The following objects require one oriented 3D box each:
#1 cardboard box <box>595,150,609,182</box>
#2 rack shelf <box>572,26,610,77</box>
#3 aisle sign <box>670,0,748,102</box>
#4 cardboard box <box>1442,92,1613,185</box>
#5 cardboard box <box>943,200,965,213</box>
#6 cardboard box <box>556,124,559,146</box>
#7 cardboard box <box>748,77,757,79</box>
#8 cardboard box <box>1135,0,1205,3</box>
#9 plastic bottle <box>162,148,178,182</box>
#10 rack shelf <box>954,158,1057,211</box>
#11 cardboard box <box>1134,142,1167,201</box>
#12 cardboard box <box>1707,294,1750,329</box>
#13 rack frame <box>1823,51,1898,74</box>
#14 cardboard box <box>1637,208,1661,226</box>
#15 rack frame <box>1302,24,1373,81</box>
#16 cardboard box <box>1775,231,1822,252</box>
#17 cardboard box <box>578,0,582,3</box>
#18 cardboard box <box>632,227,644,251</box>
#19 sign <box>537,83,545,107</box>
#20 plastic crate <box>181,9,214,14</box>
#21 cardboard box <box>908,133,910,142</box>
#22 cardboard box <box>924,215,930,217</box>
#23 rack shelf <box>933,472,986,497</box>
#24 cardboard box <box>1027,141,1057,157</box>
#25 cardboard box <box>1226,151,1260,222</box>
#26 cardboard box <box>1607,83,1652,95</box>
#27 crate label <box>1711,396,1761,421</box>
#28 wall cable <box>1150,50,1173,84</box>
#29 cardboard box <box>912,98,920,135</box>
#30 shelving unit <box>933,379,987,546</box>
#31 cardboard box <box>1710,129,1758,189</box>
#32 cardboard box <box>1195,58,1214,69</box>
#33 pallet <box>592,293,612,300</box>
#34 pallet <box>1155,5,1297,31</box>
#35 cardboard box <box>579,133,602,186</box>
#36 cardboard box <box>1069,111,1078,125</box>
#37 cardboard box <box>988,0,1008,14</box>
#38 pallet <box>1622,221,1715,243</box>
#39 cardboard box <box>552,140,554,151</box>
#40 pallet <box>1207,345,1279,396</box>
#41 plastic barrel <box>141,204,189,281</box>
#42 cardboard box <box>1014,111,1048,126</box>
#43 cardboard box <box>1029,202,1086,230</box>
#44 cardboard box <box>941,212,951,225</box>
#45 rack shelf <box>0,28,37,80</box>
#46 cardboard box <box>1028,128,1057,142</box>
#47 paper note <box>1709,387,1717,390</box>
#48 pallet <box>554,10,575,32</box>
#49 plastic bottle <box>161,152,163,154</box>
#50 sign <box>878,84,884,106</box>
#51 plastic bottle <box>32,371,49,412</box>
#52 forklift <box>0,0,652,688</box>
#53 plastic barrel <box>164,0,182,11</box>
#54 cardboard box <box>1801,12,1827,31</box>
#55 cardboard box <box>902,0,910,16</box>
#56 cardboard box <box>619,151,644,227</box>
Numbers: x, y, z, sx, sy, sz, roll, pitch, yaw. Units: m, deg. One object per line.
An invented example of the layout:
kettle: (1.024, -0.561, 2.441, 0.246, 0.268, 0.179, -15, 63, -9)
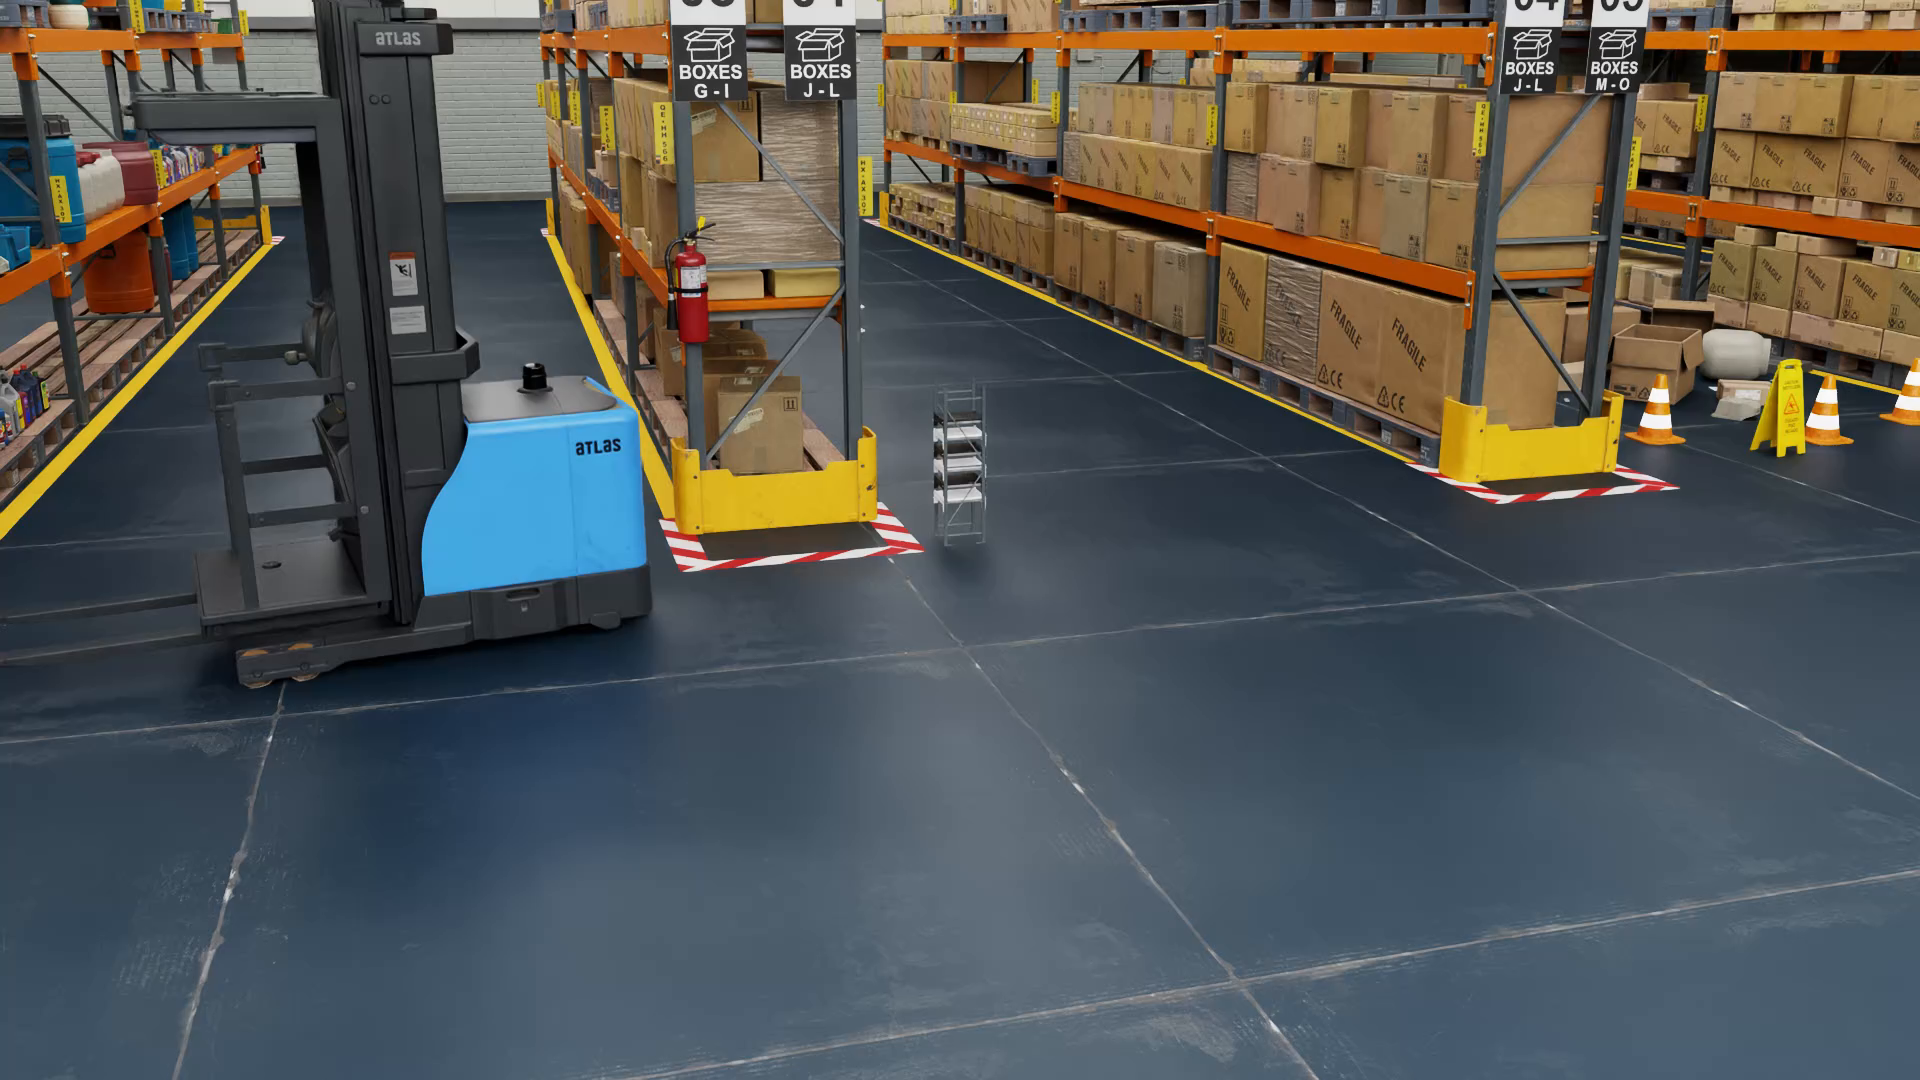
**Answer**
cardboard box: (-3.023, -3.395, 15.070, 0.500, 0.250, 0.500, -5, 17, -17)
rack shelf: (-2.713, -4.286, 14.543, 1.077, 0.370, 4.000, -5, 17, -15)
aisle sign: (-1.335, -2.739, 8.836, 0.394, 0.787, 0.004, -5, 17, -15)
cardboard box: (3.668, -2.593, 10.733, 0.875, 0.550, 0.550, -5, 17, -15)
cardboard box: (-0.021, -4.484, 22.357, 0.380, 0.149, 0.250, -4, 17, -15)
cardboard box: (-4.880, -5.169, 21.188, 0.500, 0.250, 0.500, -4, 17, -14)
cardboard box: (-1.775, -3.207, 12.486, 0.500, 0.500, 0.500, -5, 17, -15)
cardboard box: (1.940, -5.115, 15.304, 0.500, 0.311, 0.500, -5, 18, -17)
plastic bottle: (-8.254, -3.905, 17.325, 0.144, 0.351, 0.185, -5, 17, -15)
rack shelf: (0.985, -4.320, 19.870, 1.077, 0.370, 4.000, -5, 17, -15)
cardboard box: (1.955, -3.456, 15.568, 0.500, 0.500, 0.500, -5, 17, -15)
cardboard box: (7.268, -2.124, 15.358, 0.500, 0.250, 0.500, -6, 18, -18)
rack frame: (11.038, -4.924, 20.631, 1.000, 3.000, 0.127, -5, 17, -15)
cardboard box: (10.011, -4.736, 23.621, 0.500, 0.500, 0.500, -5, 17, -16)
rack frame: (5.167, -5.637, 23.004, 1.000, 3.000, 0.127, -5, 17, -15)
cardboard box: (7.388, -2.612, 14.554, 0.380, 0.149, 0.250, -4, 17, -13)
cardboard box: (-3.245, -5.180, 15.226, 0.500, 0.500, 0.500, -5, 17, -15)
cardboard box: (-2.135, -2.159, 11.863, 0.380, 0.149, 0.250, -5, 17, -15)
sign: (-5.996, -6.370, 23.803, 0.100, 0.325, 0.005, -5, 17, -15)
plastic crate: (-9.202, -6.201, 19.896, 0.497, 0.269, 0.590, -5, 17, -15)
cardboard box: (-0.555, -5.882, 24.255, 0.380, 0.149, 0.250, -4, 17, -13)
cardboard box: (-0.292, -4.499, 23.441, 0.380, 0.149, 0.250, -4, 17, -14)
rack shelf: (-0.002, -0.315, 9.366, 0.258, 0.077, 0.200, -5, 17, -15)
cardboard box: (0.957, -4.292, 18.234, 0.380, 0.149, 0.250, -4, 17, -14)
cardboard box: (2.747, -2.976, 13.884, 0.875, 0.550, 0.550, -5, 17, -15)
cardboard box: (6.721, -4.500, 16.670, 0.380, 0.149, 0.250, -5, 18, -18)
crate label: (5.857, -0.995, 12.525, 0.298, 0.136, 0.250, 16, 23, 42)
wall cable: (3.856, -8.903, 32.112, 0.588, 1.984, 0.122, -5, 17, -15)
cardboard box: (-0.366, -5.946, 23.340, 0.500, 0.500, 0.500, -5, 17, -17)
shelving unit: (-0.002, -0.433, 9.330, 0.258, 0.900, 0.210, -5, 17, -15)
cardboard box: (7.218, -3.471, 15.102, 0.500, 0.500, 0.500, -5, 17, -15)
cardboard box: (3.899, -7.461, 26.036, 0.380, 0.149, 0.250, -4, 17, -14)
pallet: (-3.407, -2.636, 17.860, 1.003, 0.211, 1.213, -5, 17, -15)
pallet: (2.334, -4.600, 14.669, 0.805, 0.209, 1.217, -5, 18, -17)
cardboard box: (-3.636, -3.912, 17.088, 0.500, 0.500, 0.500, -4, 17, -14)
cardboard box: (1.454, -4.763, 18.766, 0.380, 0.149, 0.250, -5, 17, -16)
cardboard box: (0.733, -6.467, 19.645, 0.797, 0.503, 0.637, -5, 17, -16)
pallet: (10.198, -4.473, 23.976, 1.003, 0.211, 1.213, -5, 17, -15)
cardboard box: (-5.257, -5.290, 22.286, 0.380, 0.149, 0.250, -5, 17, -17)
pallet: (2.767, -1.453, 13.922, 1.003, 0.211, 1.213, -5, 17, -15)
plastic barrel: (-8.796, -3.311, 18.176, 0.600, 0.901, 0.708, -5, 17, -15)
cardboard box: (0.820, -4.719, 18.619, 0.380, 0.149, 0.250, -4, 17, -14)
cardboard box: (1.094, -3.643, 18.677, 0.500, 0.250, 0.500, -5, 17, -17)
cardboard box: (-0.043, -4.332, 22.368, 0.380, 0.149, 0.250, -6, 18, -18)
rack shelf: (-6.376, -2.788, 9.556, 1.077, 0.370, 4.000, -5, 17, -15)
cardboard box: (0.961, -4.435, 18.193, 0.380, 0.149, 0.250, -4, 17, -14)
paper note: (6.202, -1.241, 13.551, 0.148, 0.019, 0.142, 1, 17, 4)
pallet: (-3.490, -5.267, 16.887, 1.213, 0.211, 1.003, -4, 17, -13)
plastic bottle: (-8.544, -4.024, 17.858, 0.097, 0.271, 0.097, 0, 17, 0)
sign: (-1.186, -6.696, 25.024, 0.100, 0.325, 0.005, -5, 17, -15)
plastic bottle: (-6.476, -1.052, 11.697, 0.061, 0.283, 0.133, -4, 17, -12)
forklift: (-3.051, -0.927, 7.443, 3.031, 2.935, 1.130, -8, 18, -25)
plastic barrel: (-8.678, -5.953, 17.786, 0.600, 0.588, 0.600, 0, 17, 0)
cardboard box: (7.438, -4.426, 14.195, 0.380, 0.149, 0.250, -4, 17, -14)
cardboard box: (-0.522, -7.501, 23.389, 0.500, 0.250, 0.500, -4, 17, -15)
cardboard box: (-1.995, -2.561, 12.072, 0.875, 0.500, 0.500, -5, 17, -15)
